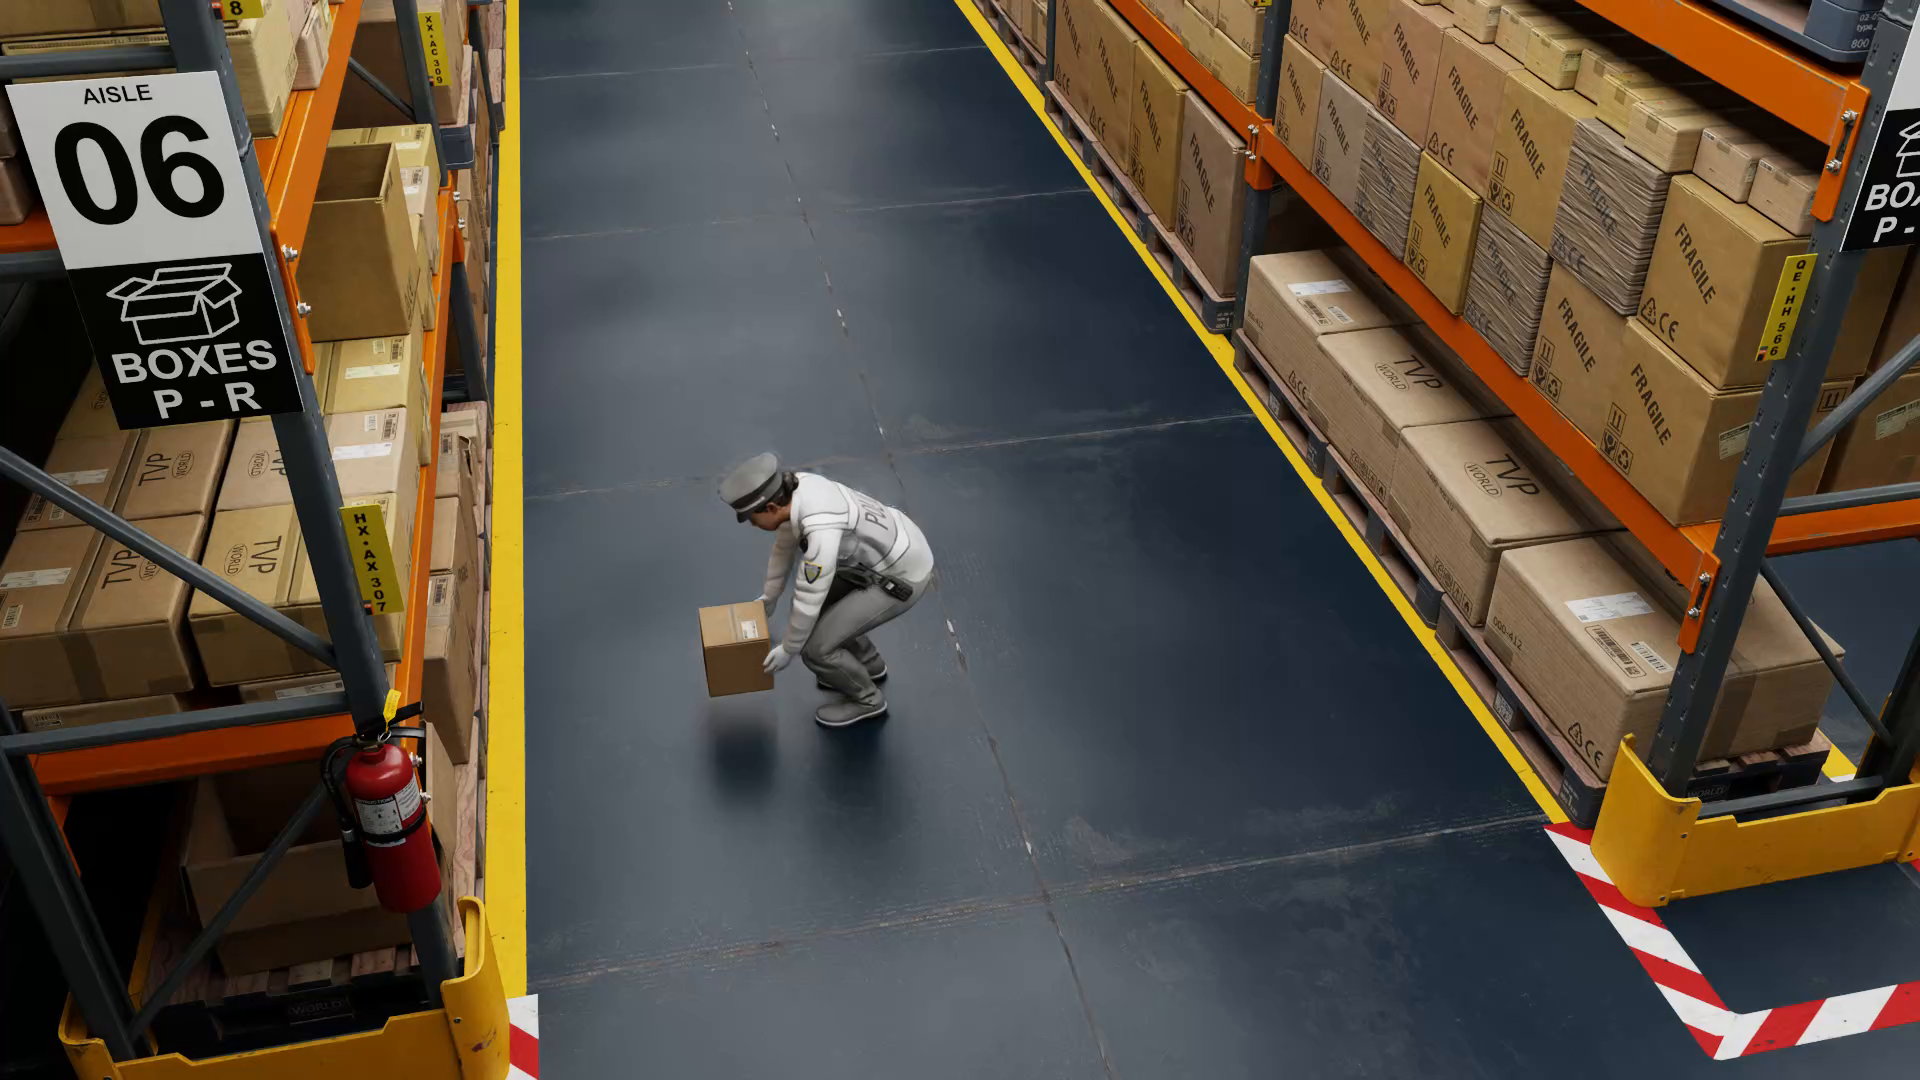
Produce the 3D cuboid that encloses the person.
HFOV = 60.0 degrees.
[{"bbox_3d":[-0.490,0.174,6.315,0.788,1.188,0.524,-7,35,-10],"label":"person"}]
